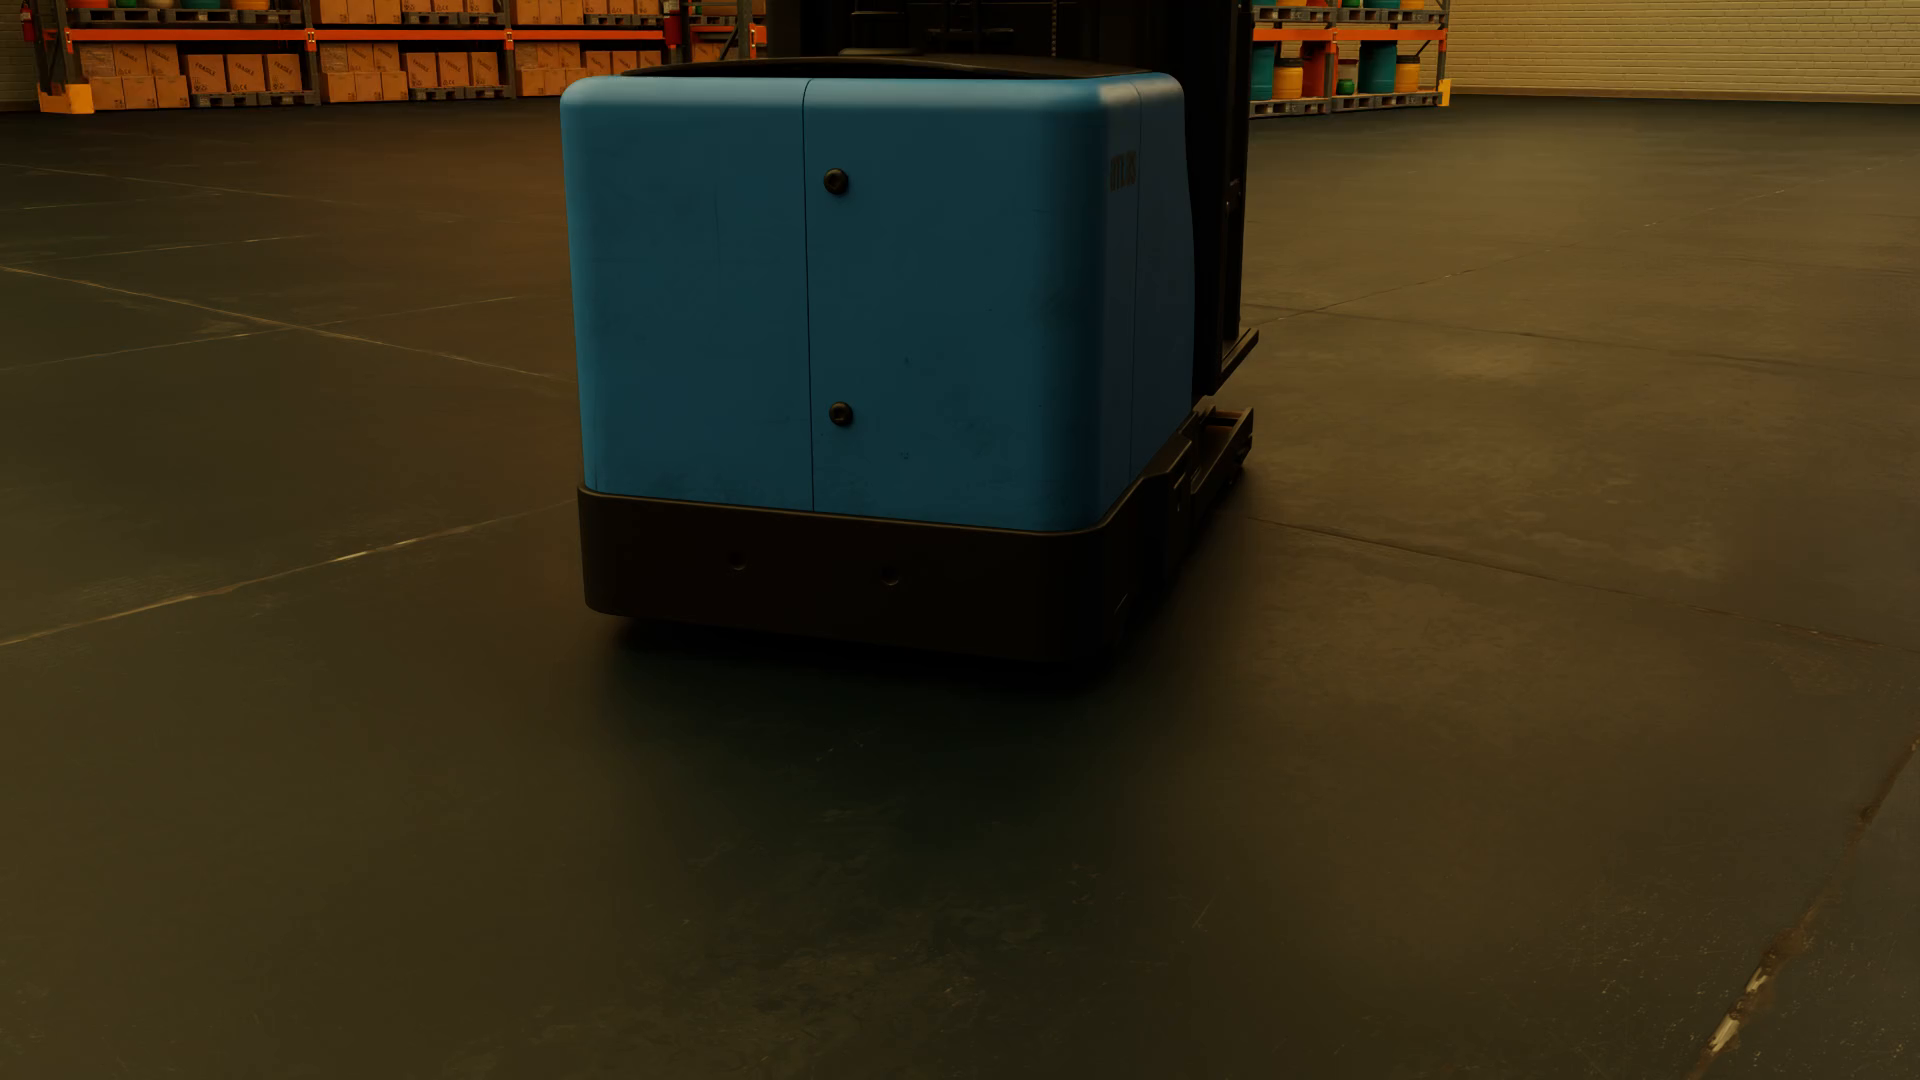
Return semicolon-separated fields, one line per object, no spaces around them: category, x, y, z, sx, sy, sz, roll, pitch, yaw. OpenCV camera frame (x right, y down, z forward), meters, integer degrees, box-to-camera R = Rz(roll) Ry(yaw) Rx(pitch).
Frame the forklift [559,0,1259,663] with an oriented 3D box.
forklift;0.182;-1.571;4.072;1.130;2.935;3.031;5;18;17
